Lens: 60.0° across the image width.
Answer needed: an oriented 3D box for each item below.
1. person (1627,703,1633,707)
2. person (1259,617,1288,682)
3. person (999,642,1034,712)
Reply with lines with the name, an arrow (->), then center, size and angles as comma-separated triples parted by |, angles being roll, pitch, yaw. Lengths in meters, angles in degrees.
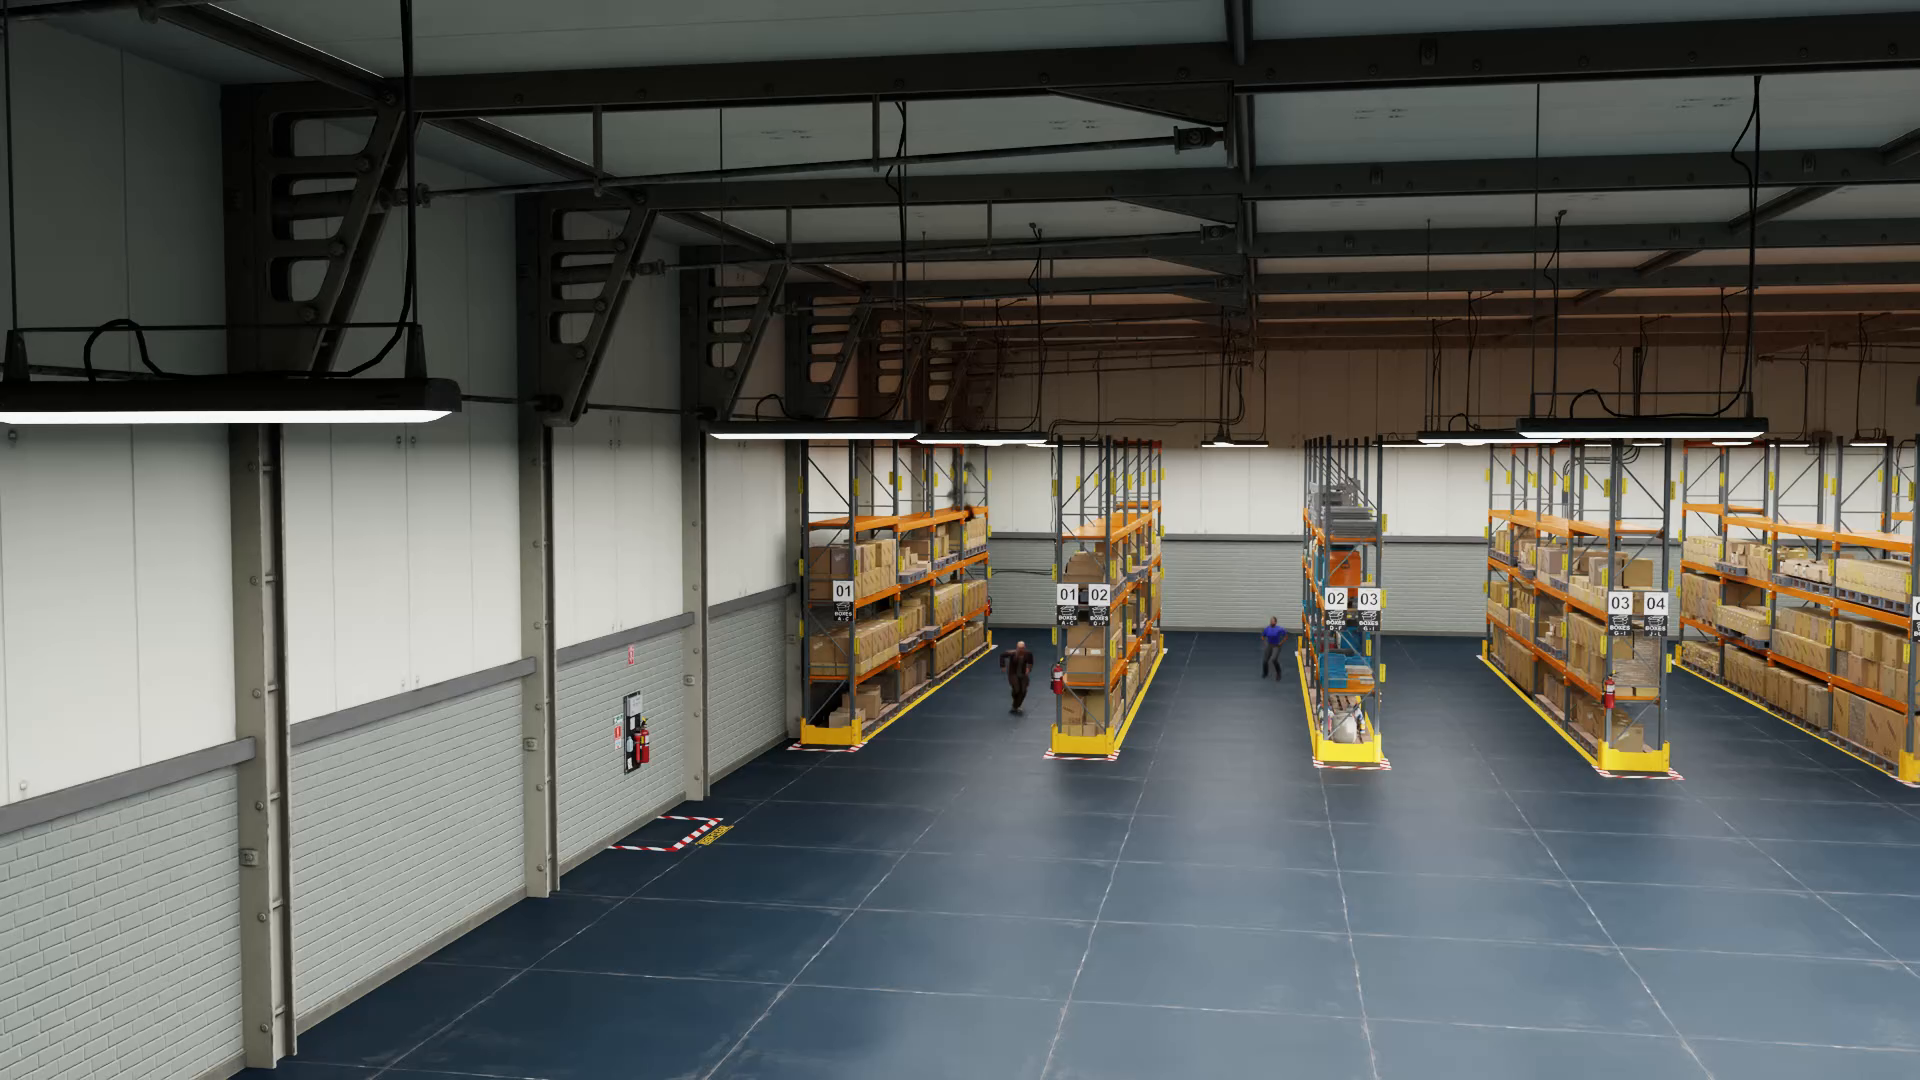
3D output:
person -> 15.065, 2.838, 37.582 | 0.699, 1.754, 1.062 | 1, 3, 11
person -> 7.775, 2.699, 41.369 | 0.752, 1.600, 0.673 | 2, 4, 29
person -> 1.233, 2.976, 36.151 | 0.736, 1.596, 0.871 | -1, 3, -10
